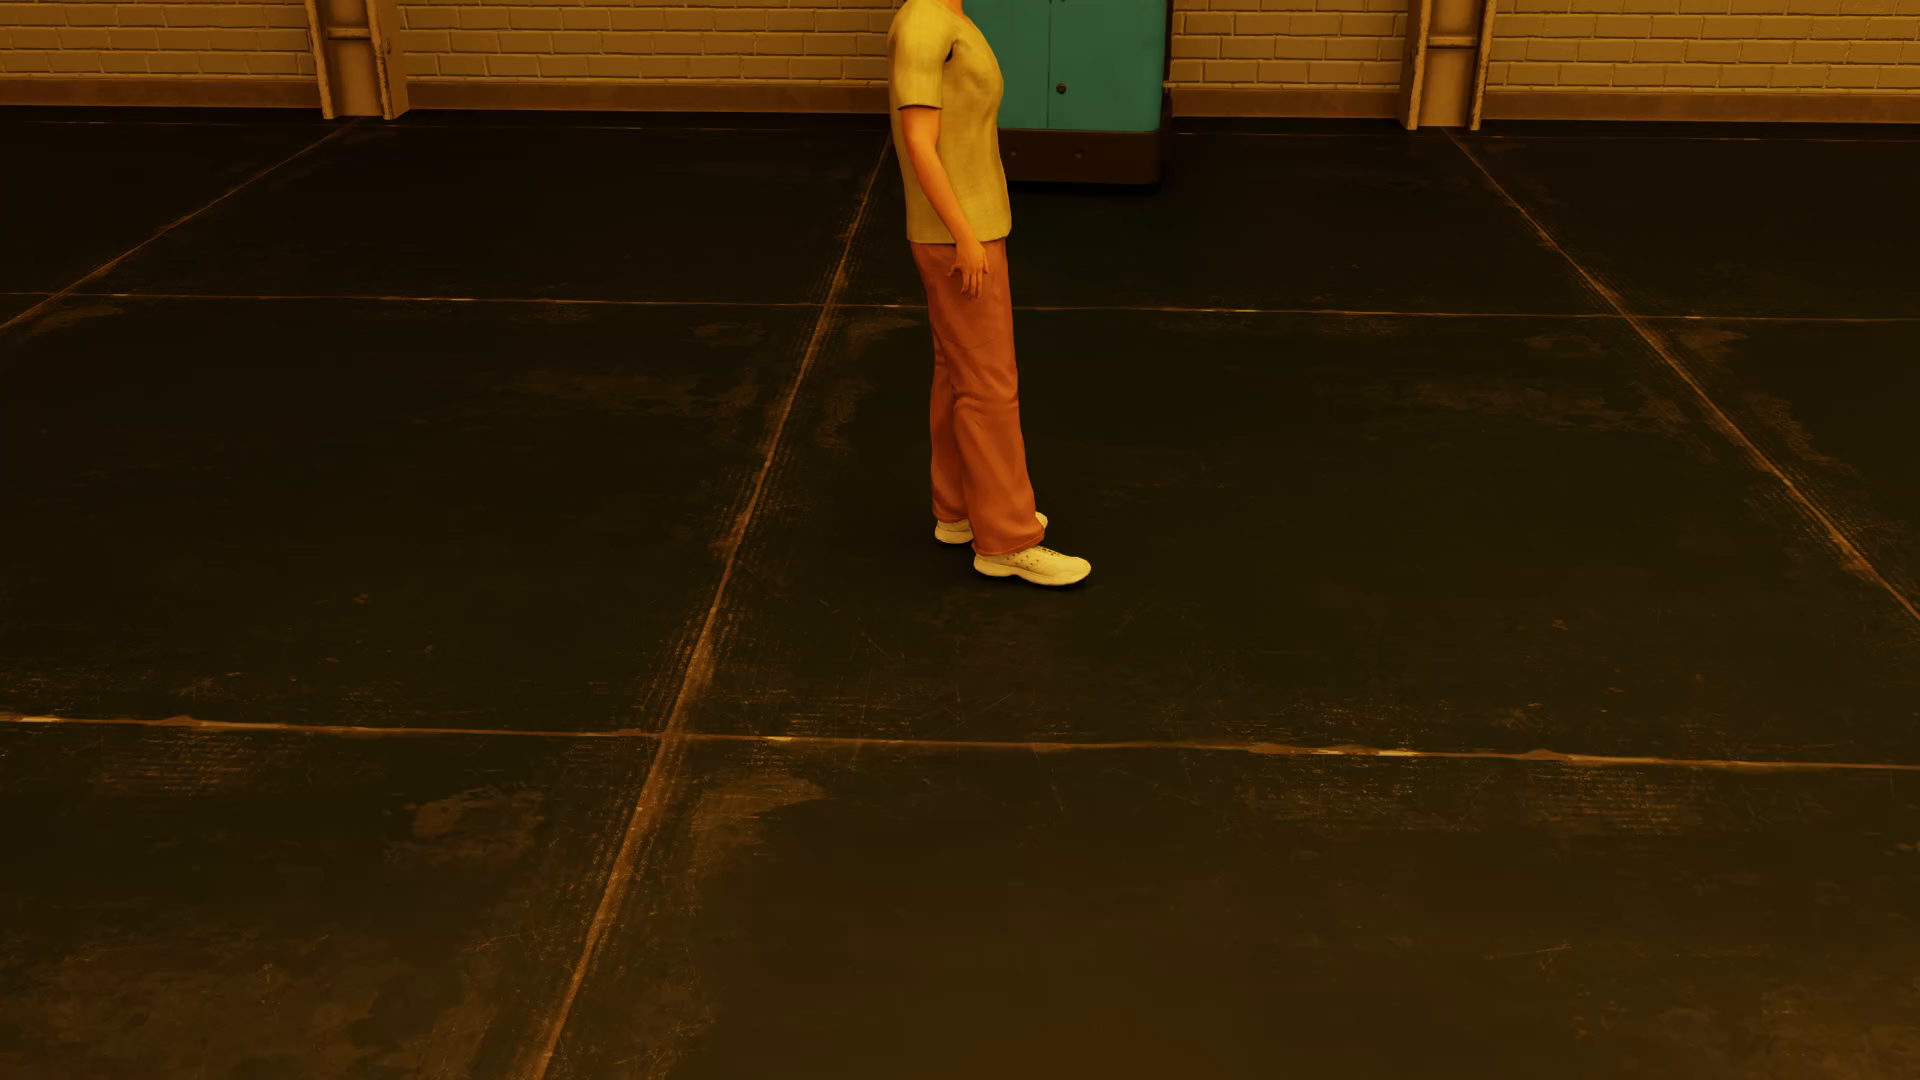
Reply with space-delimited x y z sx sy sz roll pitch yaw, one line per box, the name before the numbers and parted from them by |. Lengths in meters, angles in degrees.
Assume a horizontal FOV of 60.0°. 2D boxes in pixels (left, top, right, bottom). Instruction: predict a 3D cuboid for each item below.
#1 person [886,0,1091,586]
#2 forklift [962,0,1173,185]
person | 0.073 -0.751 4.134 0.549 1.675 0.553 1 26 2
forklift | 0.587 -3.578 8.463 1.130 2.935 3.031 3 26 6
